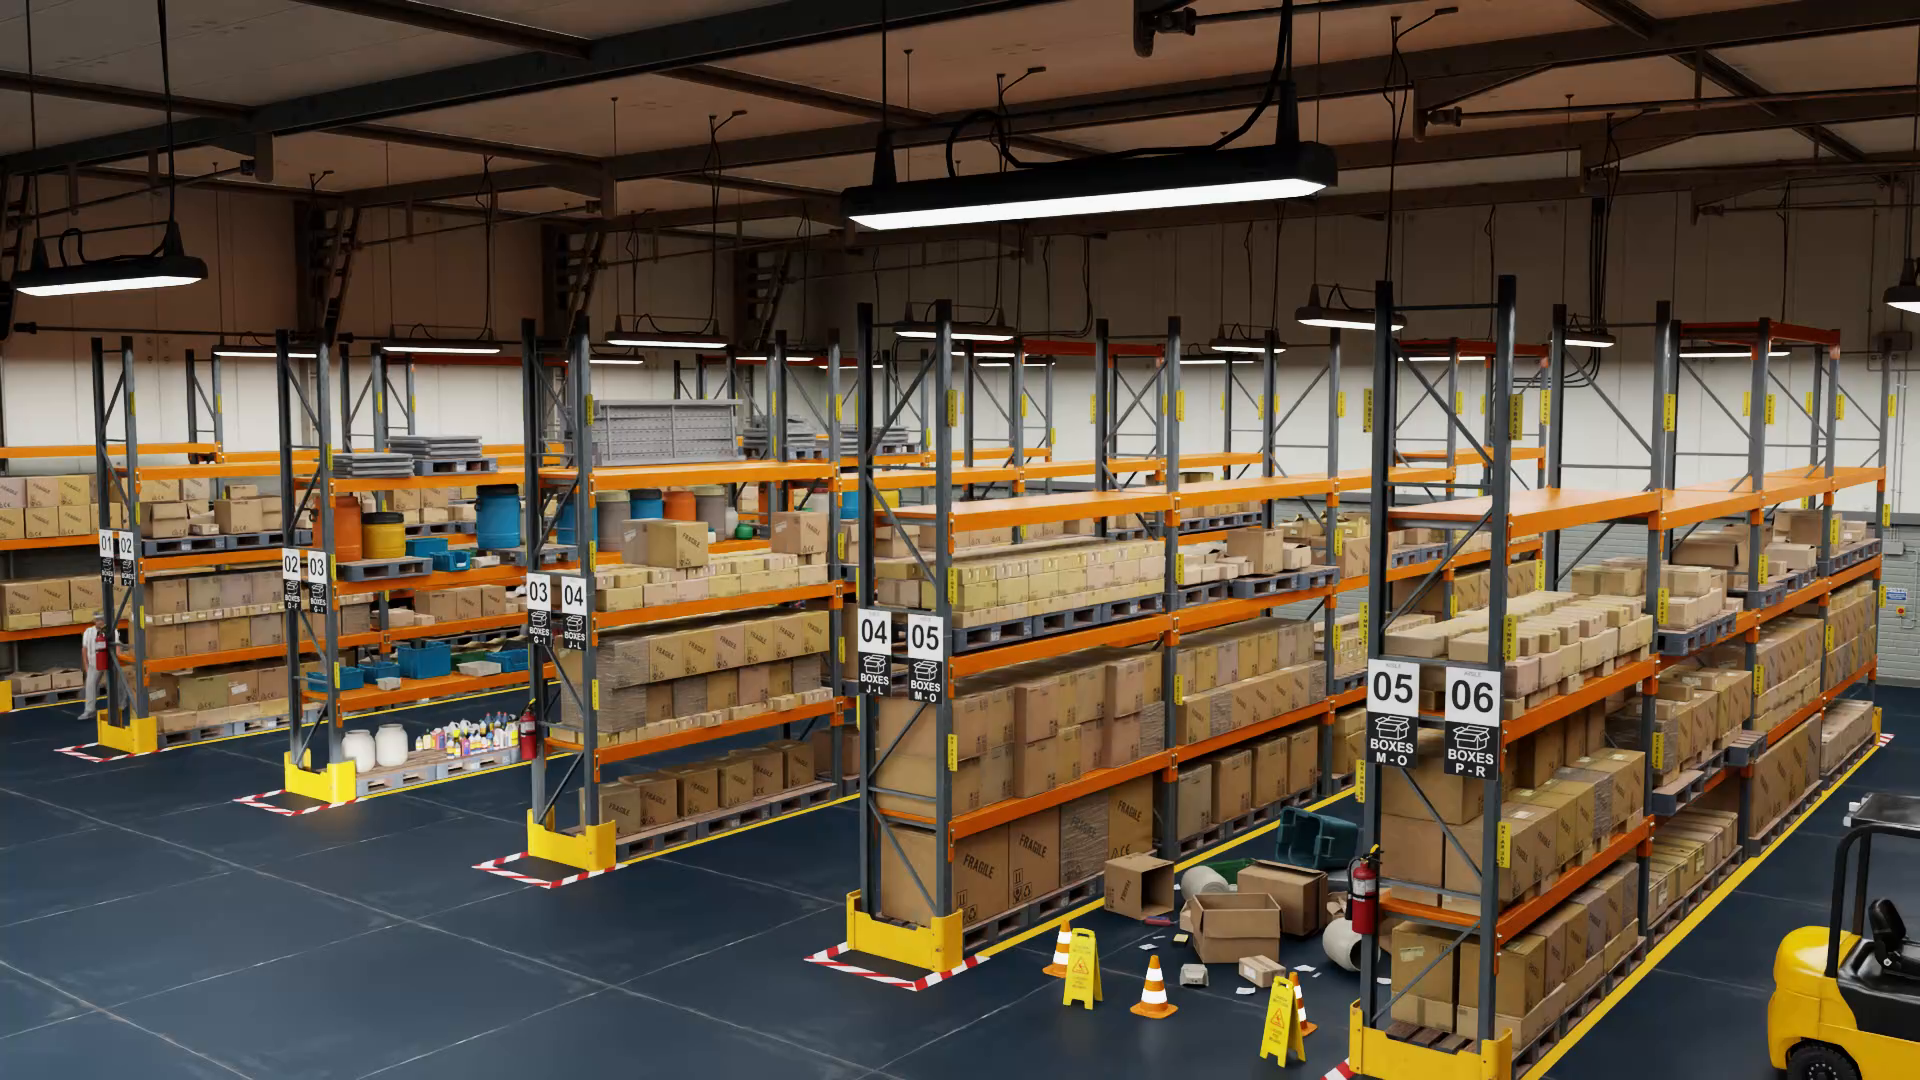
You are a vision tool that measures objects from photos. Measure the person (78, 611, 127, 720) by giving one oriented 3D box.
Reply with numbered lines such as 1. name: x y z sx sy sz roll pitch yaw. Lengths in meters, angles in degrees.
1. person: -13.759 1.967 26.650 0.620 1.685 1.094 0 5 -4

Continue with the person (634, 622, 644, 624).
1. person: -5.503 1.789 28.773 0.624 1.766 0.699 2 5 22

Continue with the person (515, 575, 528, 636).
1. person: -8.701 1.434 33.349 0.467 1.619 1.070 3 6 27
